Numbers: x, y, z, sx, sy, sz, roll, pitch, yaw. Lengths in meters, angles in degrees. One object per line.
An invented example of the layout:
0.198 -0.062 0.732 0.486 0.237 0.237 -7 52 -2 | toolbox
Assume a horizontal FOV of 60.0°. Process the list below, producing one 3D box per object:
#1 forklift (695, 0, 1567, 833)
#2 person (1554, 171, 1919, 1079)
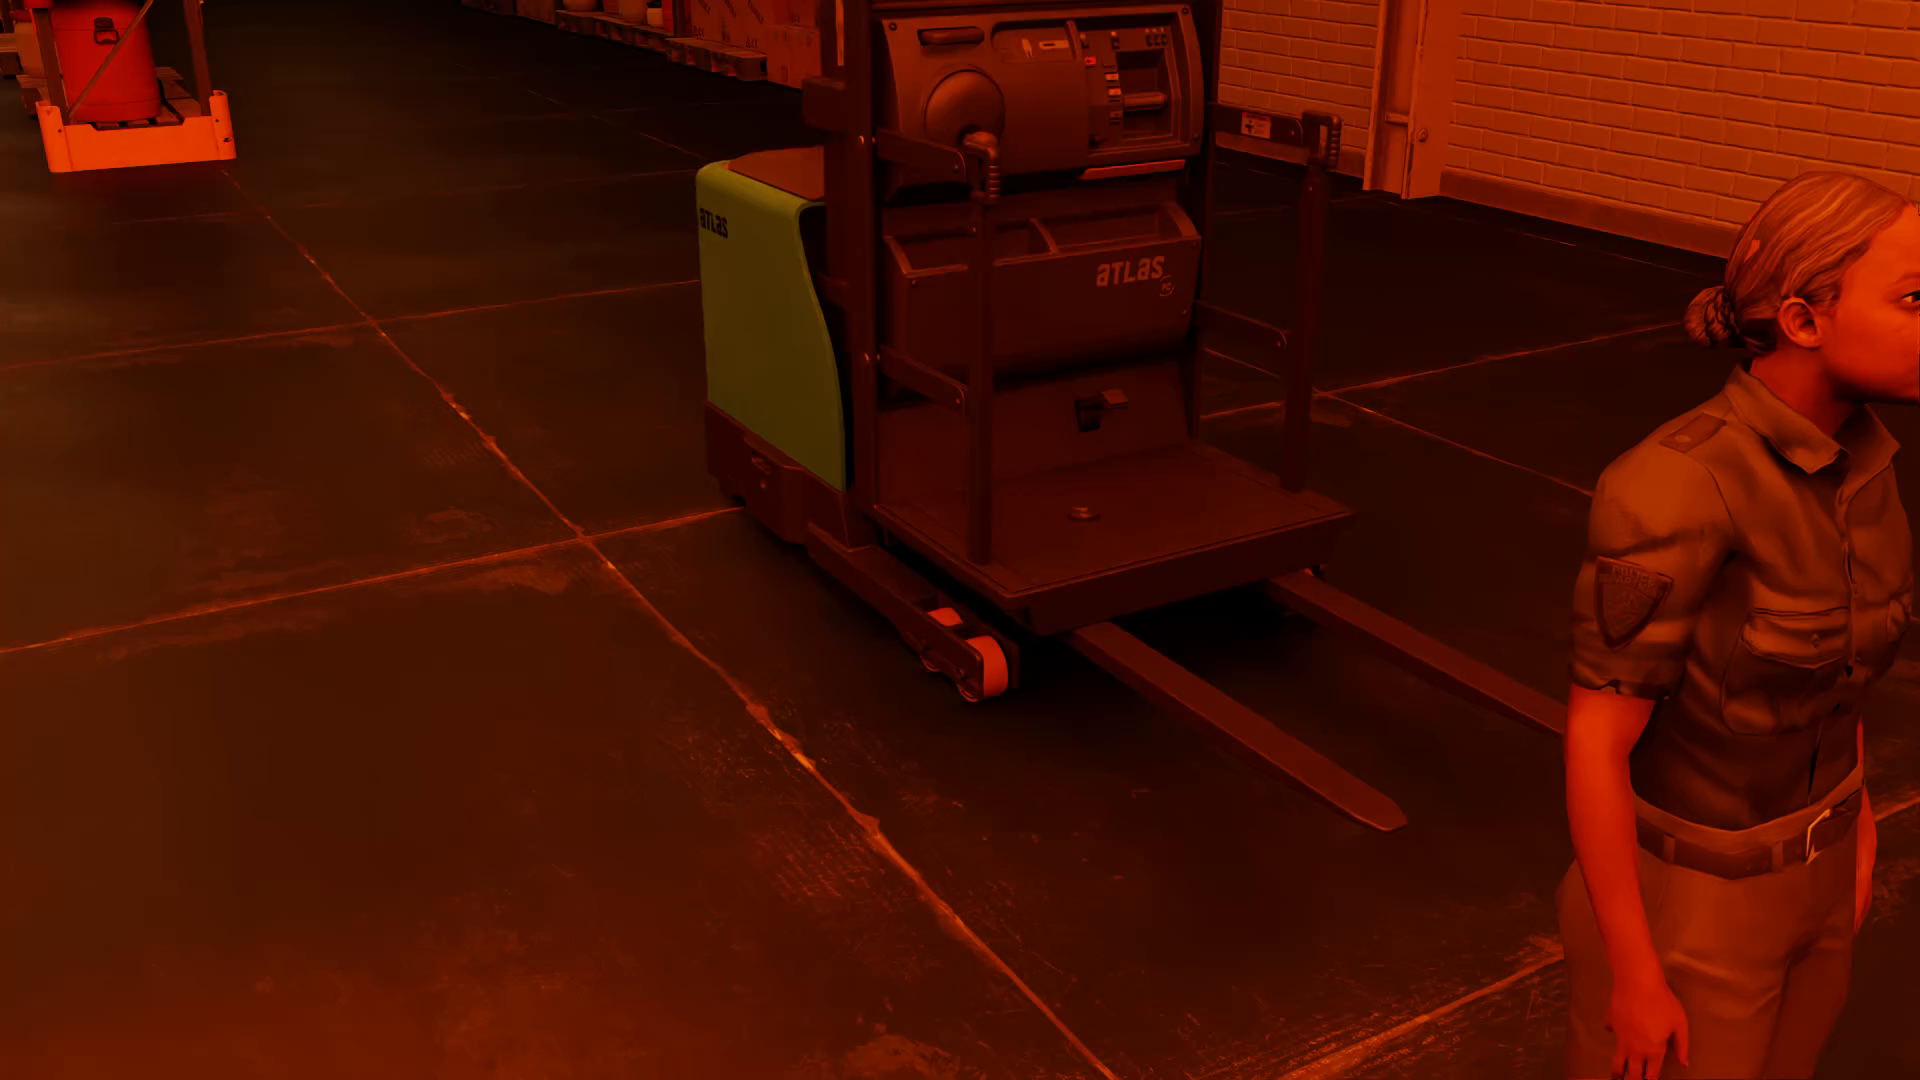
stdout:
0.339 -1.151 4.077 1.130 2.935 3.031 -13 25 -28 | forklift
0.910 0.451 1.851 0.551 1.662 0.483 -16 27 -34 | person
